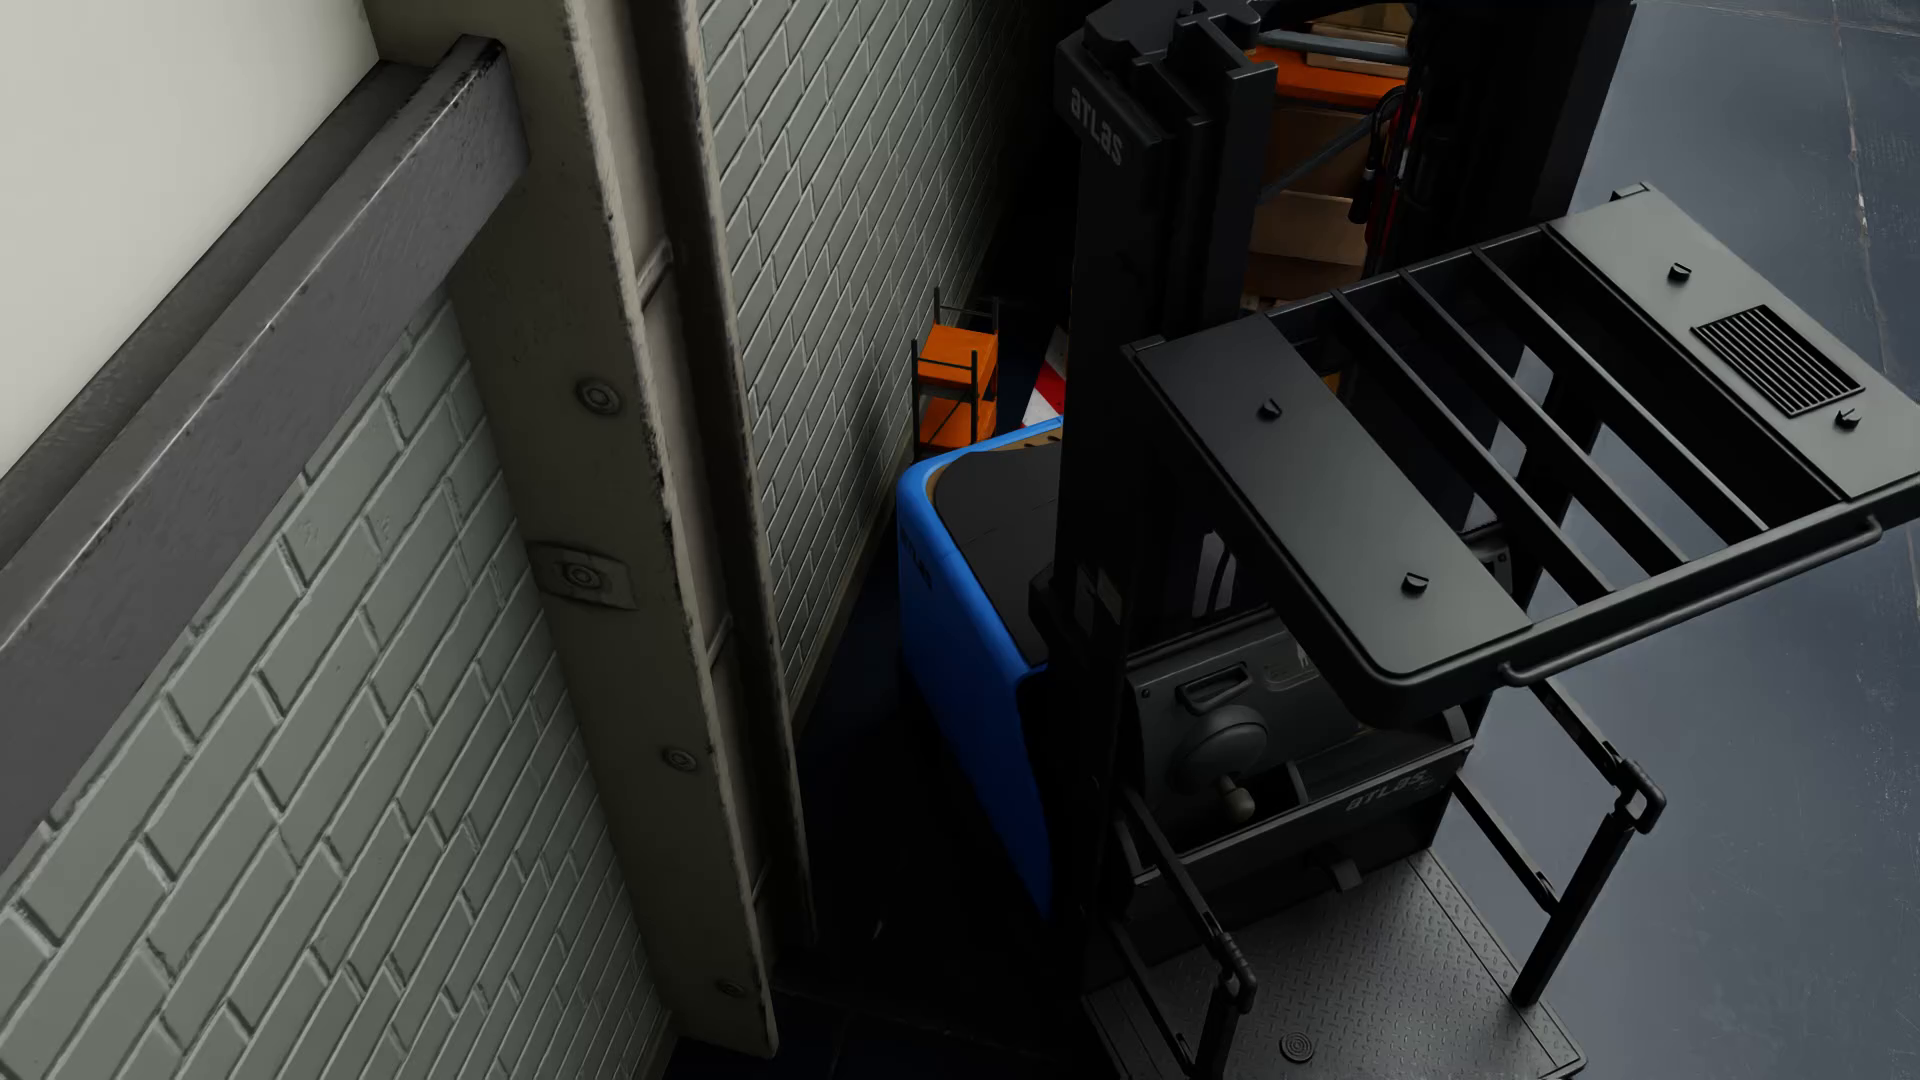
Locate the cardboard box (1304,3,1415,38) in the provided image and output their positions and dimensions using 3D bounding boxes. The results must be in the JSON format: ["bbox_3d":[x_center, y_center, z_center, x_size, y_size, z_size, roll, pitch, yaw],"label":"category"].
[{"bbox_3d":[1.355,-1.854,5.287,0.500,0.250,0.500,12,50,10],"label":"cardboard box"}]

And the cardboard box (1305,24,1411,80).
[{"bbox_3d":[1.327,-1.631,5.356,0.380,0.149,0.250,11,50,10],"label":"cardboard box"}]

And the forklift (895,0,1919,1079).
[{"bbox_3d":[0.878,0.405,3.437,1.130,2.935,3.031,-19,51,-16],"label":"forklift"}]

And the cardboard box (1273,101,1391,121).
[{"bbox_3d":[1.491,-1.877,6.793,0.700,0.500,0.500,13,50,12],"label":"cardboard box"}]

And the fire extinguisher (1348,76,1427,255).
[{"bbox_3d":[1.383,-1.184,5.094,0.296,0.674,0.183,12,50,10],"label":"fire extinguisher"}]

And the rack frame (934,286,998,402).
[{"bbox_3d":[0.018,-0.397,5.400,0.200,1.050,0.008,12,50,10],"label":"rack frame"}]

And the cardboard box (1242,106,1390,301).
[{"bbox_3d":[1.228,-1.267,6.252,0.797,0.503,0.637,10,49,9],"label":"cardboard box"}]

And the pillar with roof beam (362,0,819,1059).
[{"bbox_3d":[3.550,-0.894,0.537,9.100,9.000,0.400,12,50,10],"label":"pillar with roof beam"}]

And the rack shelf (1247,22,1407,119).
[{"bbox_3d":[1.502,-2.739,6.647,1.077,0.370,4.000,12,50,10],"label":"rack shelf"}]

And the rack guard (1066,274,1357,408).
[{"bbox_3d":[0.996,-0.758,6.086,1.175,0.500,0.348,12,50,10],"label":"rack guard"}]

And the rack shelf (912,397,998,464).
[{"bbox_3d":[-0.014,-0.302,5.330,0.215,0.259,0.240,12,50,10],"label":"rack shelf"}]

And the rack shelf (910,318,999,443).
[{"bbox_3d":[-0.014,-0.489,5.117,0.215,0.259,0.240,12,50,10],"label":"rack shelf"}]

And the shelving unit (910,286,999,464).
[{"bbox_3d":[-0.014,-0.309,5.322,0.215,1.050,0.252,12,50,10],"label":"shelving unit"}]

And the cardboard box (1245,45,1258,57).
[{"bbox_3d":[0.804,-1.740,5.453,0.380,0.149,0.250,11,50,10],"label":"cardboard box"}]

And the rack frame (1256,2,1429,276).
[{"bbox_3d":[0.976,-1.530,5.100,1.000,3.000,0.127,12,50,10],"label":"rack frame"}]

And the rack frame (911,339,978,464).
[{"bbox_3d":[-0.046,-0.220,5.244,0.200,1.050,0.008,12,50,10],"label":"rack frame"}]

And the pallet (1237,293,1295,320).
[{"bbox_3d":[1.205,-1.239,6.703,1.003,0.211,1.213,12,50,10],"label":"pallet"}]
